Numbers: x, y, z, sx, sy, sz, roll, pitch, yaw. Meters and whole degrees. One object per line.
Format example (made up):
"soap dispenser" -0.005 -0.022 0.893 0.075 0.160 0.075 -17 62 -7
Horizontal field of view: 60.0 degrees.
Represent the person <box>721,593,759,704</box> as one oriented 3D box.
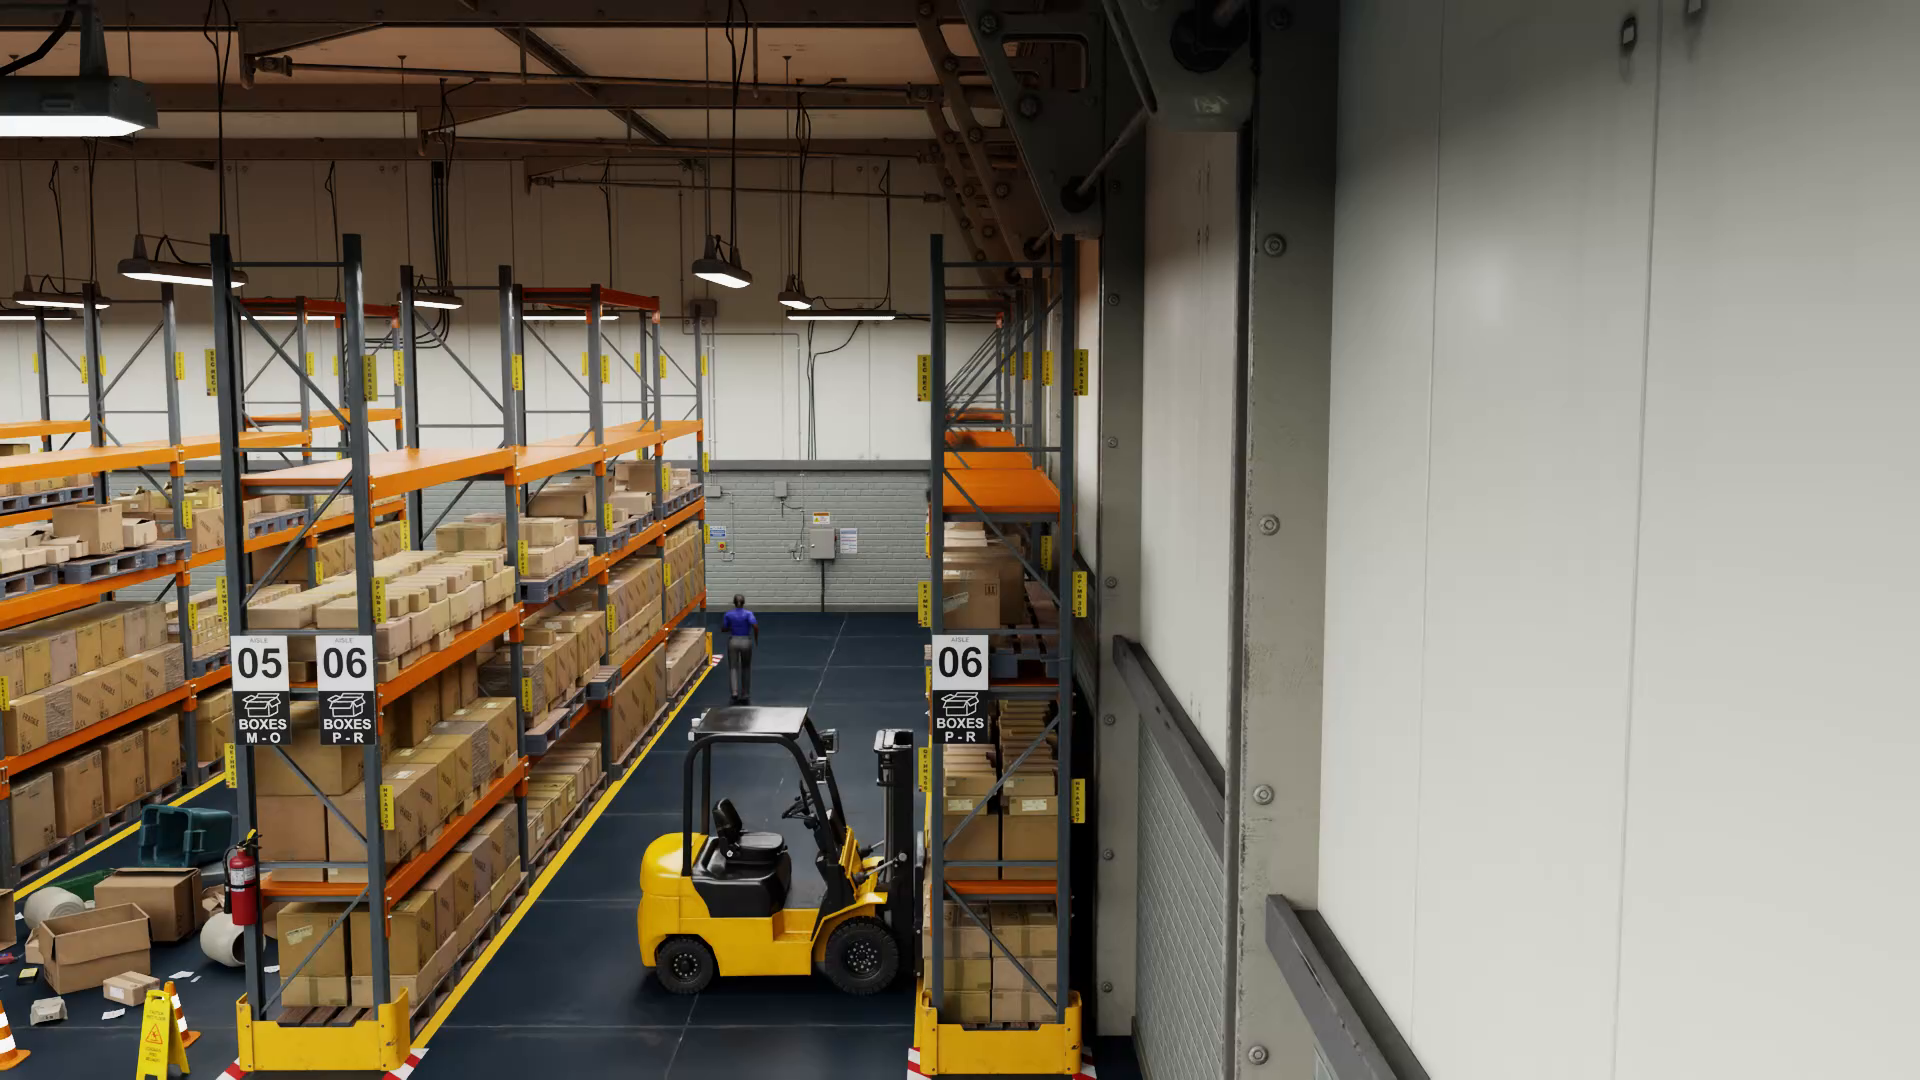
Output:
"person" -3.255 1.604 24.632 0.572 1.653 0.935 -1 6 -7
